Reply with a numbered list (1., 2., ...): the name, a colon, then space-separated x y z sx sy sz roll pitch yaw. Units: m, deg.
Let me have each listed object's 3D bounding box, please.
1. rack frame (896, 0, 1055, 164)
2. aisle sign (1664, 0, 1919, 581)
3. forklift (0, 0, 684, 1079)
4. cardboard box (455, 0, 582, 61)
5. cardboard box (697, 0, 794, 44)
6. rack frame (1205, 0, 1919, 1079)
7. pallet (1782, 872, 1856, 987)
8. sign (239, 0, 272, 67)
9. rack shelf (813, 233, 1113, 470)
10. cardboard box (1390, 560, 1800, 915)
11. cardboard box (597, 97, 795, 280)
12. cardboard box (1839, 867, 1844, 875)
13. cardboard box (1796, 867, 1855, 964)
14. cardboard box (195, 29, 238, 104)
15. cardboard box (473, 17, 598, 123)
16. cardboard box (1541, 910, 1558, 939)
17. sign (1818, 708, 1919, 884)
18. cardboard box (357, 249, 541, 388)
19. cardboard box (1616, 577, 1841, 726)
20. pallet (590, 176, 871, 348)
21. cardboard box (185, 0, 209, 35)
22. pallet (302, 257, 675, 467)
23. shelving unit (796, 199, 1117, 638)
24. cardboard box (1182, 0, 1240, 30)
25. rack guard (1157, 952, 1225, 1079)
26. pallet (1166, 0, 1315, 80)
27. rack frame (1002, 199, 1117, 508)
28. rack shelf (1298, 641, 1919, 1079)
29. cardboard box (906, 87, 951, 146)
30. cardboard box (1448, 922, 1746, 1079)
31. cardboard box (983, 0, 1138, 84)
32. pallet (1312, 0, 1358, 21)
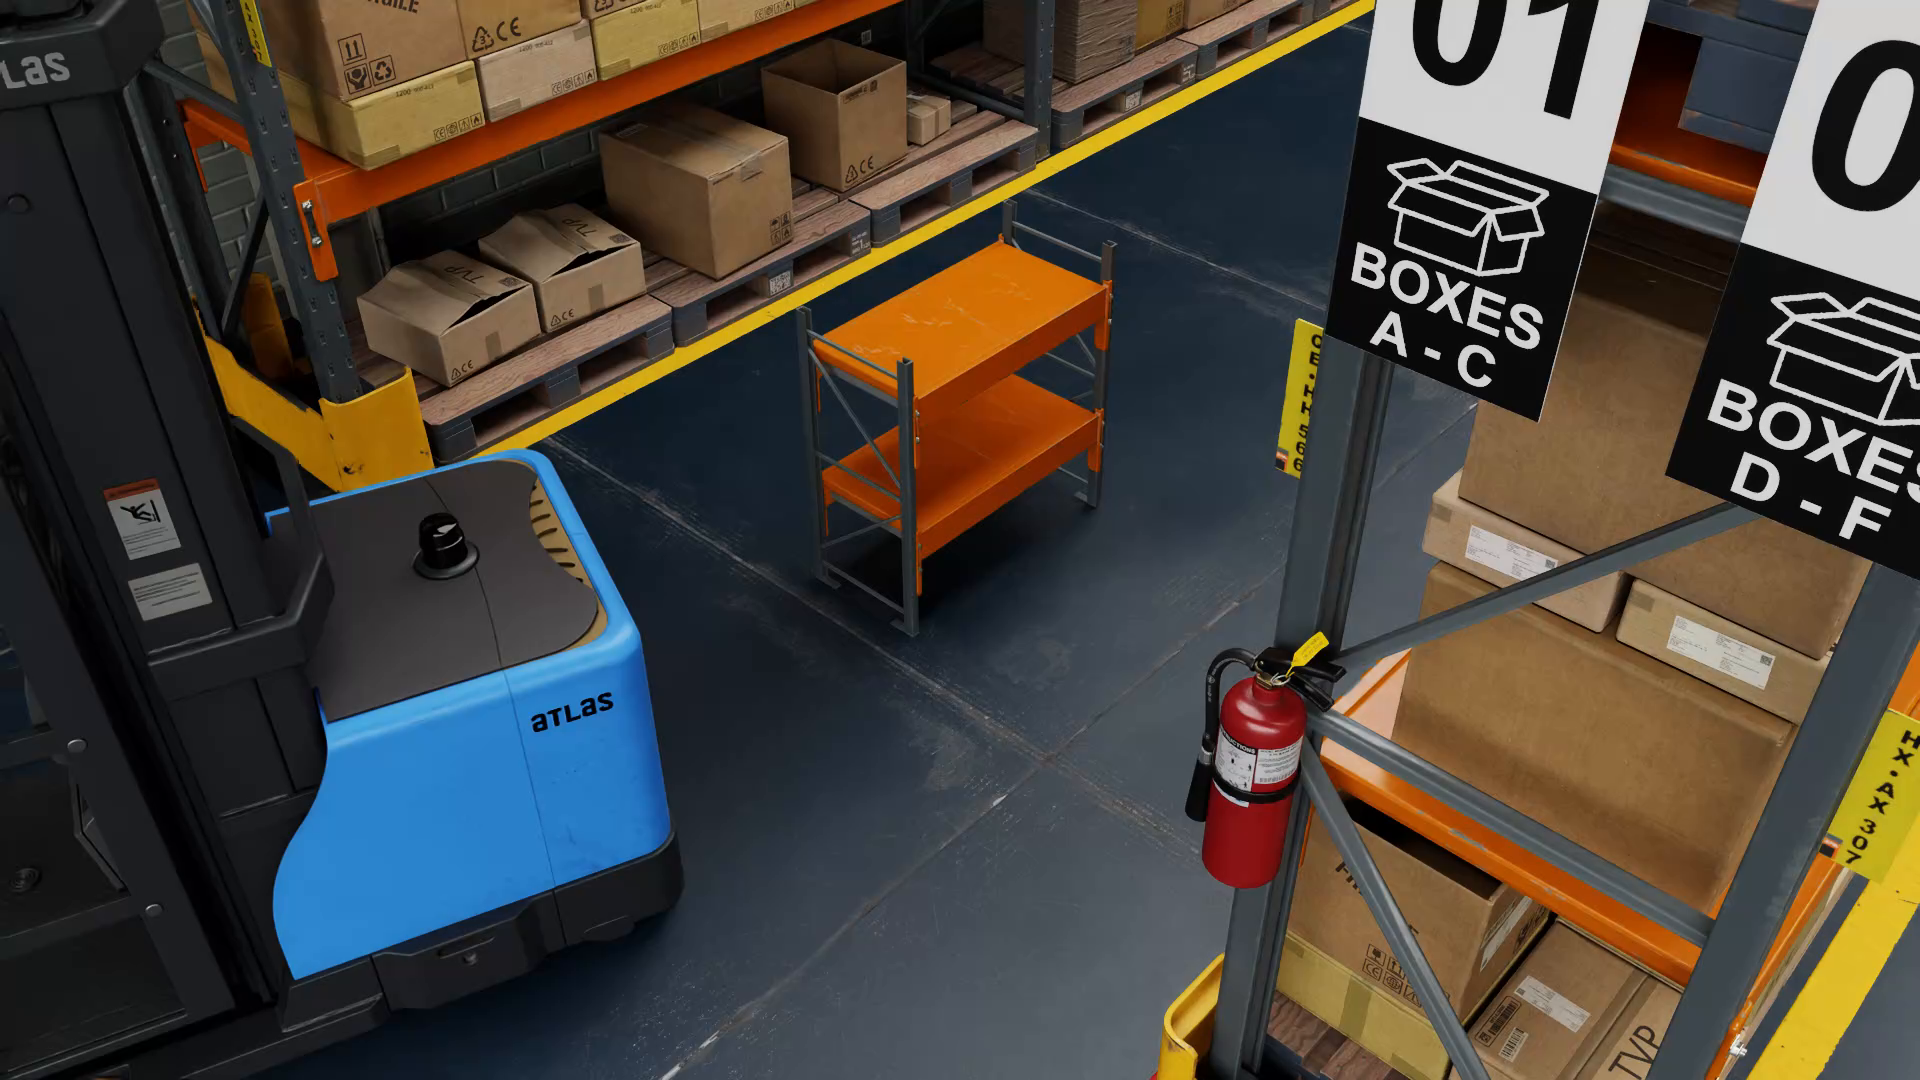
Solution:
1. rack frame: 0.066 -3.381 8.092 1.000 3.000 0.127 30 47 32
2. aisle sign: 1.208 -0.324 2.159 0.394 0.787 0.004 30 47 32
3. forklift: -2.360 0.080 3.794 3.031 2.935 1.130 -17 42 -20
4. cardboard box: -1.748 -2.102 5.986 0.500 0.500 0.500 30 47 32
5. cardboard box: -1.038 -2.291 6.825 0.500 0.250 0.500 30 47 32
6. rack frame: 1.024 0.533 3.169 0.949 2.616 0.053 30 47 32
7. pallet: 2.335 0.699 5.201 1.003 0.211 1.213 30 47 32
8. sign: -2.232 -1.655 5.225 0.100 0.325 0.005 30 47 32
9. rack shelf: 0.005 -0.672 5.722 0.538 0.278 1.000 30 47 32
10. cardboard box: 1.351 0.286 3.399 0.700 0.500 0.500 30 47 32
11. cardboard box: -1.183 -1.595 7.501 0.700 0.500 0.500 27 46 29
12. cardboard box: 2.216 0.534 4.437 0.500 0.500 0.500 30 47 32
13. cardboard box: 2.225 0.833 4.664 0.500 0.250 0.500 30 47 32
14. cardboard box: -2.460 -1.789 6.194 0.500 0.250 0.500 30 48 32
15. cardboard box: -1.729 -1.828 6.243 0.500 0.250 0.500 28 46 31
16. cardboard box: 1.499 0.841 4.654 0.500 0.250 0.500 30 47 32
17. sign: 1.432 0.401 2.577 0.100 0.325 0.005 30 47 32
18. cardboard box: -2.099 -0.943 6.833 0.500 0.311 0.500 24 44 27
19. cardboard box: 1.450 0.152 3.048 0.380 0.149 0.250 29 47 32
20. pallet: -1.184 -1.403 7.845 1.003 0.211 1.213 30 47 32
21. cardboard box: -2.472 -2.092 5.973 0.500 0.500 0.500 29 47 31
22. pallet: -2.007 -0.845 7.144 1.003 0.211 1.213 30 47 32
23. shelving unit: 0.005 -0.443 5.904 0.538 1.125 1.048 30 47 32
24. cardboard box: 1.236 -3.396 9.766 0.700 0.500 0.500 30 47 32
25. rack guard: 1.010 1.524 3.932 1.175 0.500 0.348 30 47 32
26. pallet: 1.413 -3.211 10.119 1.003 0.211 1.213 30 47 32
27. rack frame: 0.348 -0.677 6.198 0.500 1.125 0.032 30 47 32
28. rack shelf: 2.376 -0.103 4.547 1.077 0.370 4.000 30 47 32
29. cardboard box: -0.273 -2.186 8.512 0.380 0.166 0.250 23 44 27
30. cardboard box: 1.552 1.294 4.085 0.500 0.250 0.500 30 47 32
31. cardboard box: 0.550 -2.920 9.167 0.700 0.500 0.500 31 48 33
32. pallet: 2.236 -3.769 10.820 1.003 0.211 1.213 30 47 32
